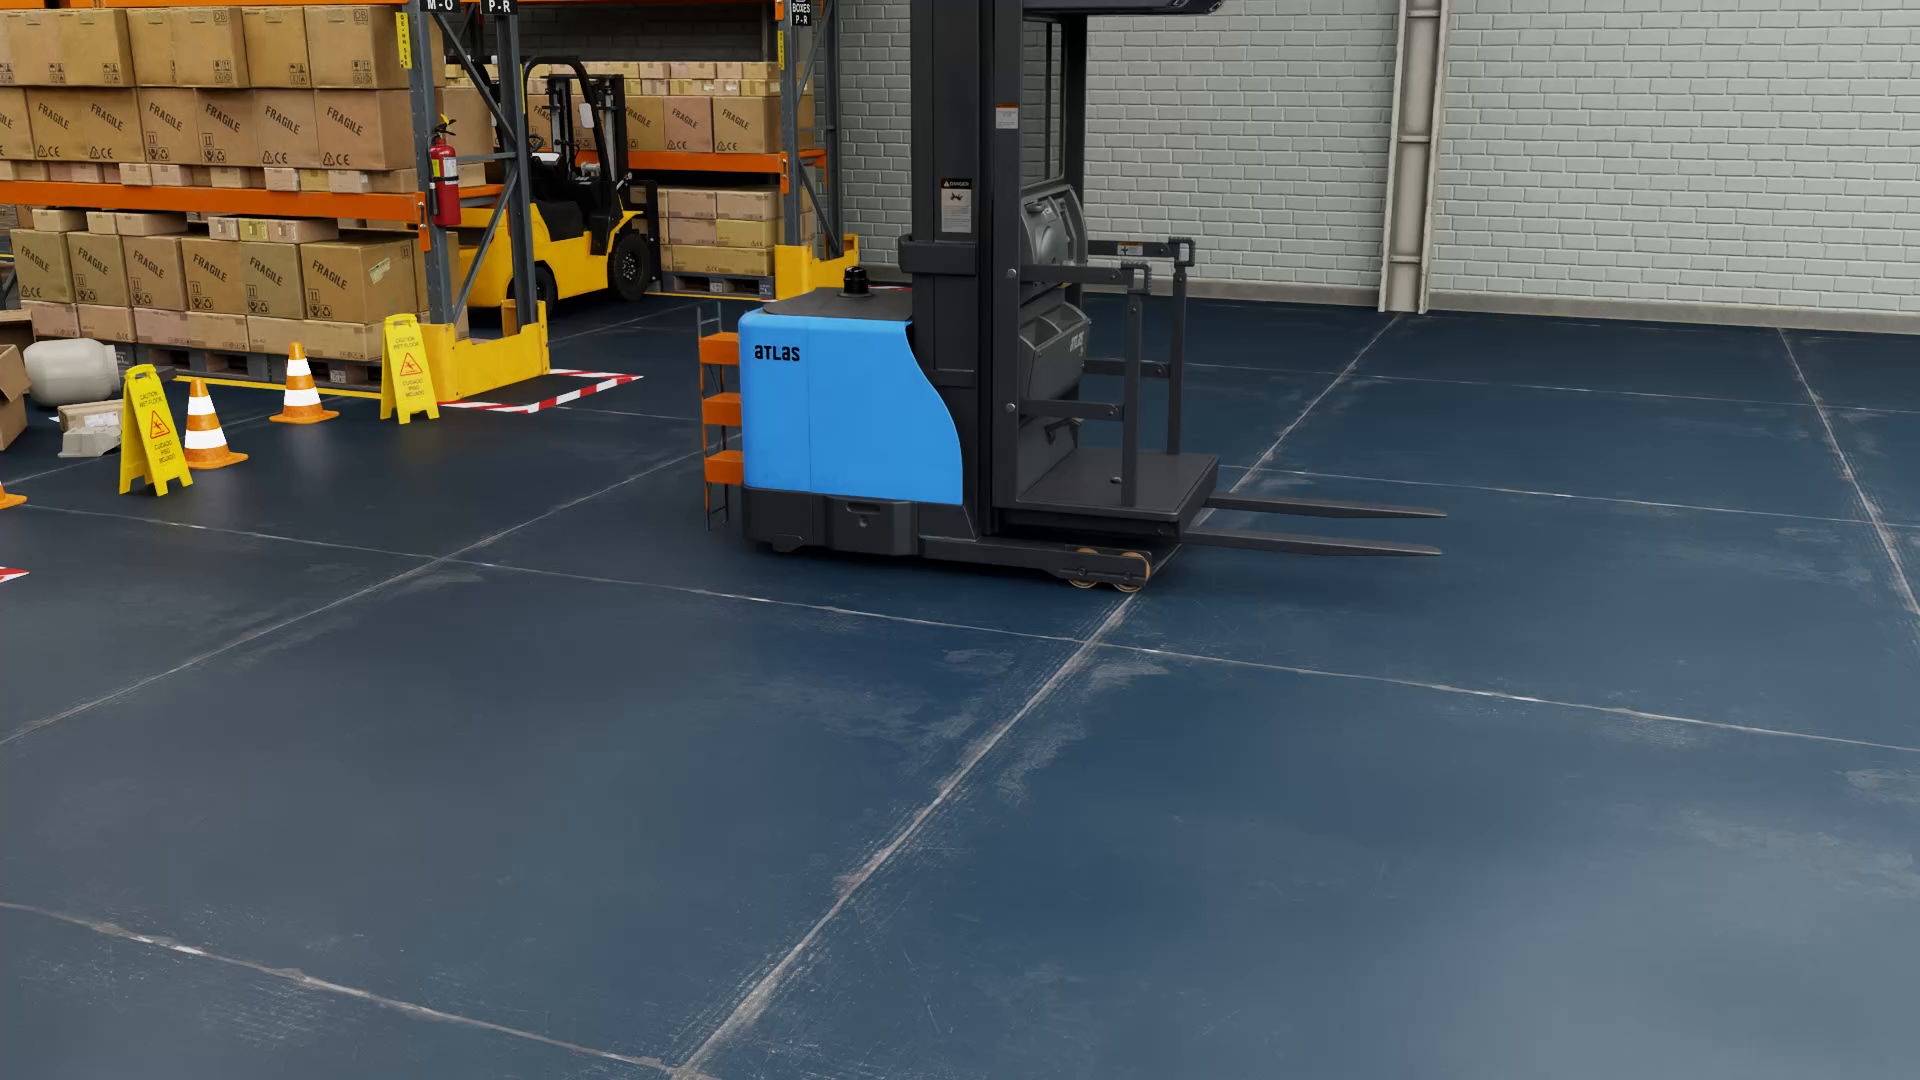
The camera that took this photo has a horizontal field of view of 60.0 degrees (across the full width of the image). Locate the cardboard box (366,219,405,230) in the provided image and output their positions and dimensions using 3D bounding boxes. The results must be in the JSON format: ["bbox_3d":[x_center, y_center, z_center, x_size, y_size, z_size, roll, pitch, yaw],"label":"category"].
[{"bbox_3d":[-5.571,-3.296,17.153,0.625,0.625,0.875,7,18,23],"label":"cardboard box"}]

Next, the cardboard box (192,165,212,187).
[{"bbox_3d":[-5.019,-2.511,11.394,0.250,0.149,0.380,6,17,21],"label":"cardboard box"}]

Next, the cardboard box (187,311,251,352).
[{"bbox_3d":[-4.996,-1.489,11.600,0.500,0.250,0.500,6,17,19],"label":"cardboard box"}]

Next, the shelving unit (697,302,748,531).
[{"bbox_3d":[-1.039,-0.561,7.724,0.252,1.050,0.215,6,17,21],"label":"shelving unit"}]

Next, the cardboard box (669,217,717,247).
[{"bbox_3d":[-2.390,-2.919,15.631,0.500,0.250,0.500,6,17,20],"label":"cardboard box"}]

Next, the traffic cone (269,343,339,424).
[{"bbox_3d":[-4.051,-0.979,10.215,0.334,0.463,0.336,6,17,21],"label":"traffic cone"}]

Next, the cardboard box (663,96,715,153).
[{"bbox_3d":[-2.393,-3.861,15.413,0.500,0.500,0.500,7,18,22],"label":"cardboard box"}]

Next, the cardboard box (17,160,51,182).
[{"bbox_3d":[-6.469,-2.648,11.866,0.250,0.149,0.380,7,18,22],"label":"cardboard box"}]

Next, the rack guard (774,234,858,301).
[{"bbox_3d":[-1.338,-2.572,15.638,0.348,0.500,1.175,6,17,21],"label":"rack guard"}]

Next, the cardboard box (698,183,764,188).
[{"bbox_3d":[-2.204,-3.285,15.994,0.500,0.250,0.500,6,17,21],"label":"cardboard box"}]

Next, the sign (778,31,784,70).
[{"bbox_3d":[-1.572,-4.306,14.623,0.005,0.325,0.100,6,17,21],"label":"sign"}]

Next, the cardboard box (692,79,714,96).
[{"bbox_3d":[-2.253,-4.158,15.275,0.250,0.149,0.380,7,17,22],"label":"cardboard box"}]

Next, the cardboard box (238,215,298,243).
[{"bbox_3d":[-4.618,-2.101,11.202,0.250,0.149,0.380,7,17,22],"label":"cardboard box"}]

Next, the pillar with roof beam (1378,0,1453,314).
[{"bbox_3d":[2.325,-5.231,9.551,0.400,9.000,9.100,6,17,21],"label":"pillar with roof beam"}]

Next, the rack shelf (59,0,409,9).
[{"bbox_3d":[-5.038,-3.787,11.249,4.000,0.370,1.077,6,17,21],"label":"rack shelf"}]

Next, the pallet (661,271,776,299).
[{"bbox_3d":[-2.087,-2.503,15.918,1.213,0.211,1.003,6,17,21],"label":"pallet"}]

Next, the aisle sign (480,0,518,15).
[{"bbox_3d":[-3.006,-3.810,10.754,0.004,0.787,0.394,6,17,21],"label":"aisle sign"}]

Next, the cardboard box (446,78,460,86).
[{"bbox_3d":[-4.881,-4.443,16.255,0.250,0.149,0.380,6,17,20],"label":"cardboard box"}]

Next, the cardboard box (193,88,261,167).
[{"bbox_3d":[-4.712,-2.767,11.111,0.500,0.500,0.500,6,17,20],"label":"cardboard box"}]

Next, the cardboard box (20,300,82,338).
[{"bbox_3d":[-6.449,-1.647,12.147,0.500,0.250,0.500,5,17,18],"label":"cardboard box"}]

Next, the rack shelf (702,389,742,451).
[{"bbox_3d":[-1.039,-0.551,7.727,0.240,0.259,0.215,6,17,21],"label":"rack shelf"}]

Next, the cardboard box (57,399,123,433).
[{"bbox_3d":[-5.138,-0.728,9.916,0.380,0.149,0.250,-12,20,-37],"label":"cardboard box"}]

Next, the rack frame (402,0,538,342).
[{"bbox_3d":[-3.178,-2.487,10.862,0.127,3.000,1.000,6,17,21],"label":"rack frame"}]

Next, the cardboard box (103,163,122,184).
[{"bbox_3d":[-5.734,-2.575,11.615,0.250,0.149,0.380,6,17,20],"label":"cardboard box"}]

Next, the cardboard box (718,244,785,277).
[{"bbox_3d":[-1.913,-2.623,15.506,0.500,0.250,0.500,6,17,21],"label":"cardboard box"}]

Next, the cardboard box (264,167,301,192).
[{"bbox_3d":[-4.362,-2.397,11.001,0.250,0.149,0.380,7,17,22],"label":"cardboard box"}]

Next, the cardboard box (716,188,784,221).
[{"bbox_3d":[-1.903,-3.103,15.367,0.500,0.250,0.500,7,18,22],"label":"cardboard box"}]

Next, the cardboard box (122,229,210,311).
[{"bbox_3d":[-5.465,-1.902,11.680,0.500,0.500,0.500,7,18,24],"label":"cardboard box"}]

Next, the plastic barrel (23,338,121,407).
[{"bbox_3d":[-5.655,-1.069,10.596,0.512,0.421,0.421,-9,18,-27],"label":"plastic barrel"}]

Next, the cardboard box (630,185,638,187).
[{"bbox_3d":[-3.322,-3.256,15.895,0.500,0.250,0.500,6,17,20],"label":"cardboard box"}]

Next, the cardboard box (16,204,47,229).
[{"bbox_3d":[-10.224,-3.689,18.731,0.500,0.500,0.500,7,18,23],"label":"cardboard box"}]

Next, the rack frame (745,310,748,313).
[{"bbox_3d":[-0.925,-0.549,7.681,0.008,1.050,0.200,6,17,21],"label":"rack frame"}]

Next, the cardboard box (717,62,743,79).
[{"bbox_3d":[-2.011,-4.277,15.149,0.250,0.149,0.380,6,17,21],"label":"cardboard box"}]

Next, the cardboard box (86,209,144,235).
[{"bbox_3d":[-5.876,-2.239,11.675,0.250,0.149,0.380,7,18,23],"label":"cardboard box"}]

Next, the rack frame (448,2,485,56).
[{"bbox_3d":[-5.081,-4.184,16.707,0.127,3.000,1.000,6,17,21],"label":"rack frame"}]

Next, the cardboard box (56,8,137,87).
[{"bbox_3d":[-5.645,-3.350,11.327,0.500,0.500,0.700,6,17,19],"label":"cardboard box"}]

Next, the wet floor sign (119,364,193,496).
[{"bbox_3d":[-4.147,-0.573,8.491,0.232,0.644,0.267,3,17,11],"label":"wet floor sign"}]

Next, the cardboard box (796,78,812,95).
[{"bbox_3d":[-1.580,-4.237,15.544,0.250,0.149,0.380,6,17,19],"label":"cardboard box"}]

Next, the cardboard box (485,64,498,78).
[{"bbox_3d":[-4.377,-4.550,16.090,0.250,0.149,0.380,6,17,20],"label":"cardboard box"}]

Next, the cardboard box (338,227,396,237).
[{"bbox_3d":[-4.337,-1.938,11.802,0.500,0.500,0.500,6,17,19],"label":"cardboard box"}]

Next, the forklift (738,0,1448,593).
[{"bbox_3d":[0.594,-1.354,7.082,3.031,2.935,1.130,5,17,17],"label":"forklift"}]

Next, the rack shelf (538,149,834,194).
[{"bbox_3d":[-3.221,-3.634,16.103,4.000,0.370,1.077,6,17,21],"label":"rack shelf"}]

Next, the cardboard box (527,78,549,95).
[{"bbox_3d":[-3.941,-4.326,15.852,0.250,0.149,0.380,6,17,20],"label":"cardboard box"}]

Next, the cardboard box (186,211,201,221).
[{"bbox_3d":[-8.227,-3.587,18.157,0.625,0.625,0.875,7,18,22],"label":"cardboard box"}]

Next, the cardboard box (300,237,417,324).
[{"bbox_3d":[-4.019,-1.743,11.131,0.500,0.500,0.500,6,17,21],"label":"cardboard box"}]

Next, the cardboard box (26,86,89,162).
[{"bbox_3d":[-6.116,-2.925,11.656,0.500,0.500,0.500,6,17,20],"label":"cardboard box"}]

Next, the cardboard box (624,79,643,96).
[{"bbox_3d":[-2.988,-4.222,15.495,0.250,0.149,0.380,6,17,21],"label":"cardboard box"}]

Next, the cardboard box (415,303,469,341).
[{"bbox_3d":[-3.827,-1.523,11.718,0.500,0.250,0.500,6,17,20],"label":"cardboard box"}]

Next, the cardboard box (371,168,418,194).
[{"bbox_3d":[-3.604,-2.350,10.837,0.250,0.149,0.380,7,18,22],"label":"cardboard box"}]

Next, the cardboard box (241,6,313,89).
[{"bbox_3d":[-4.201,-3.208,10.837,0.500,0.500,0.700,6,17,21],"label":"cardboard box"}]

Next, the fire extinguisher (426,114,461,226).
[{"bbox_3d":[-3.240,-2.319,10.421,0.183,0.674,0.296,6,17,21],"label":"fire extinguisher"}]

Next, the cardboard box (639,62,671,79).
[{"bbox_3d":[-2.752,-4.339,15.364,0.250,0.149,0.380,7,18,22],"label":"cardboard box"}]

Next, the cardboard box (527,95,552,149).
[{"bbox_3d":[-3.802,-4.019,15.957,0.500,0.500,0.500,6,17,20],"label":"cardboard box"}]

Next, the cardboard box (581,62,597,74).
[{"bbox_3d":[-3.428,-4.445,15.729,0.250,0.149,0.380,6,17,21],"label":"cardboard box"}]

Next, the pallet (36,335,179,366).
[{"bbox_3d":[-6.261,-1.498,12.455,1.213,0.211,1.003,6,17,21],"label":"pallet"}]

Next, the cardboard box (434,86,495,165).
[{"bbox_3d":[-3.517,-2.799,11.221,0.500,0.500,0.500,6,17,20],"label":"cardboard box"}]
